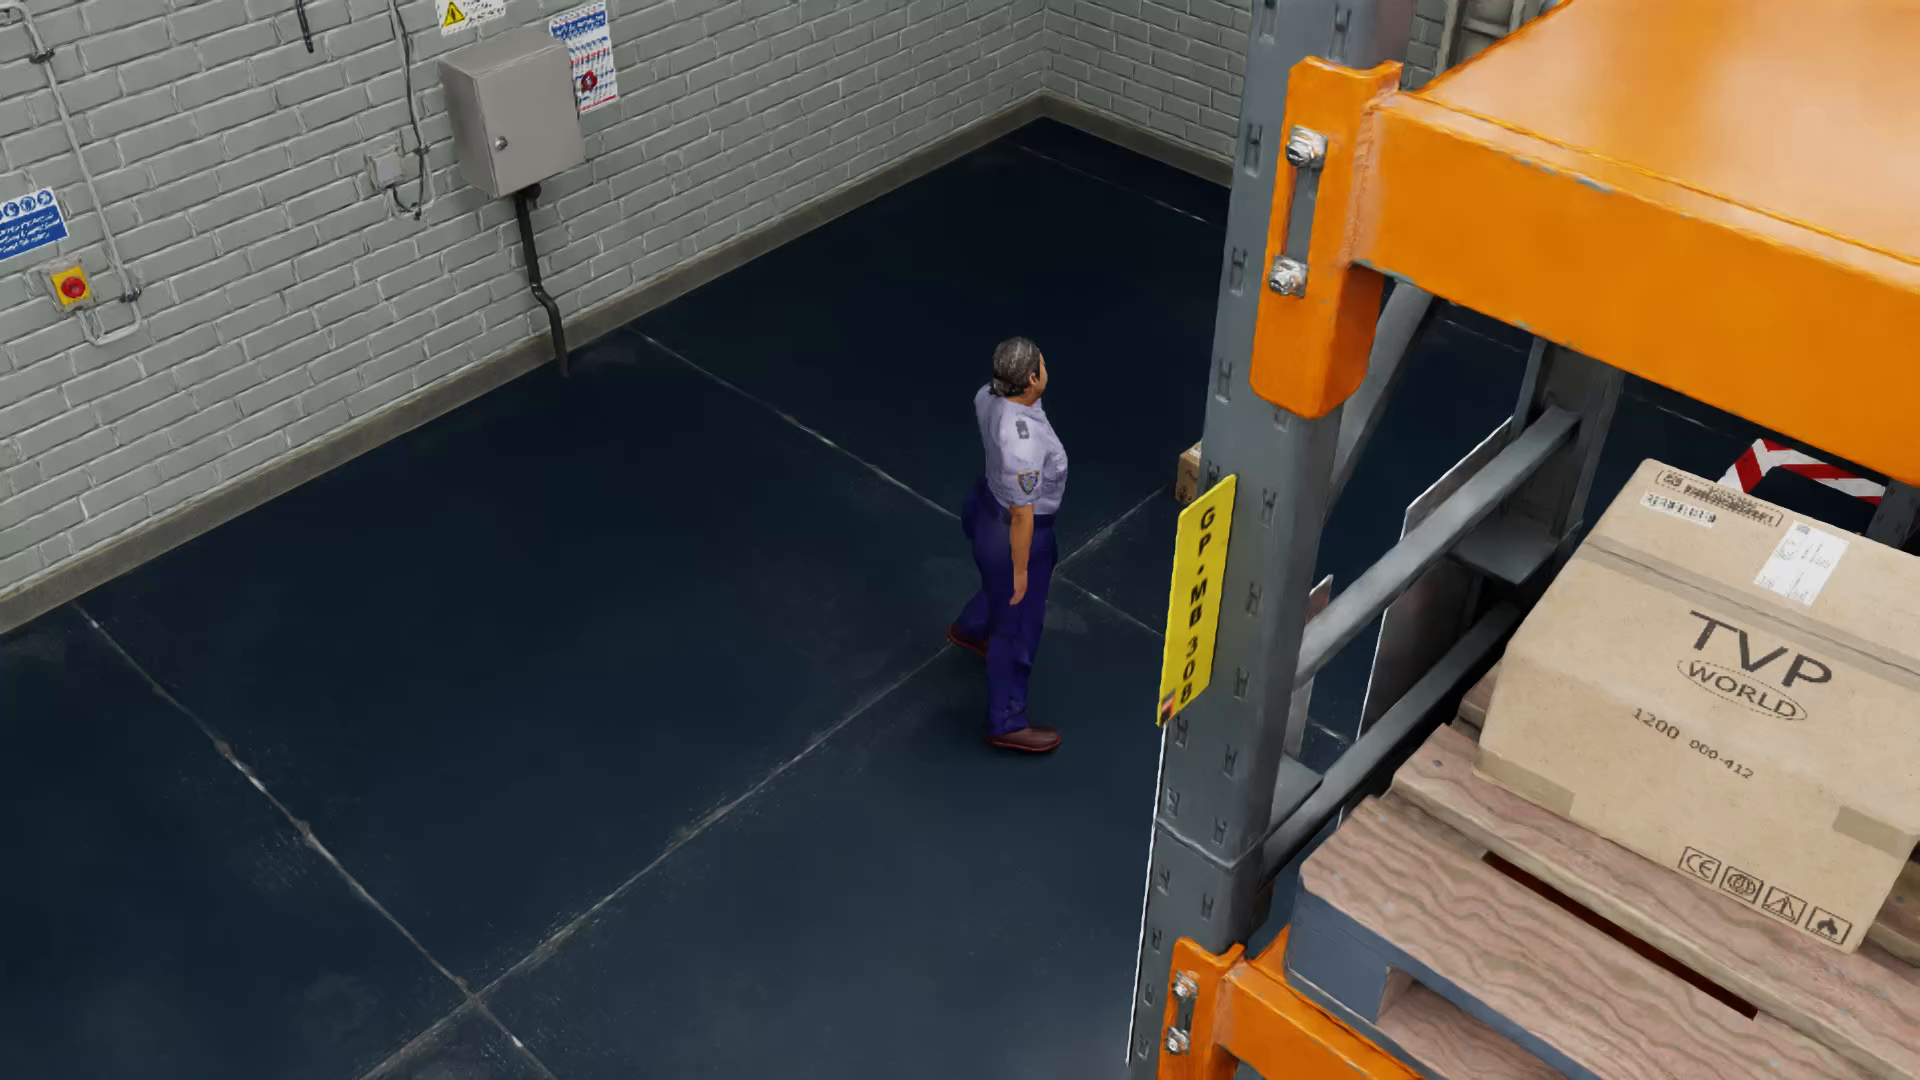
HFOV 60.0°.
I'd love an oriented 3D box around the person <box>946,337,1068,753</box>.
[{"bbox_3d":[0.245,0.008,6.155,0.437,1.633,0.635,-11,41,-13],"label":"person"}]
